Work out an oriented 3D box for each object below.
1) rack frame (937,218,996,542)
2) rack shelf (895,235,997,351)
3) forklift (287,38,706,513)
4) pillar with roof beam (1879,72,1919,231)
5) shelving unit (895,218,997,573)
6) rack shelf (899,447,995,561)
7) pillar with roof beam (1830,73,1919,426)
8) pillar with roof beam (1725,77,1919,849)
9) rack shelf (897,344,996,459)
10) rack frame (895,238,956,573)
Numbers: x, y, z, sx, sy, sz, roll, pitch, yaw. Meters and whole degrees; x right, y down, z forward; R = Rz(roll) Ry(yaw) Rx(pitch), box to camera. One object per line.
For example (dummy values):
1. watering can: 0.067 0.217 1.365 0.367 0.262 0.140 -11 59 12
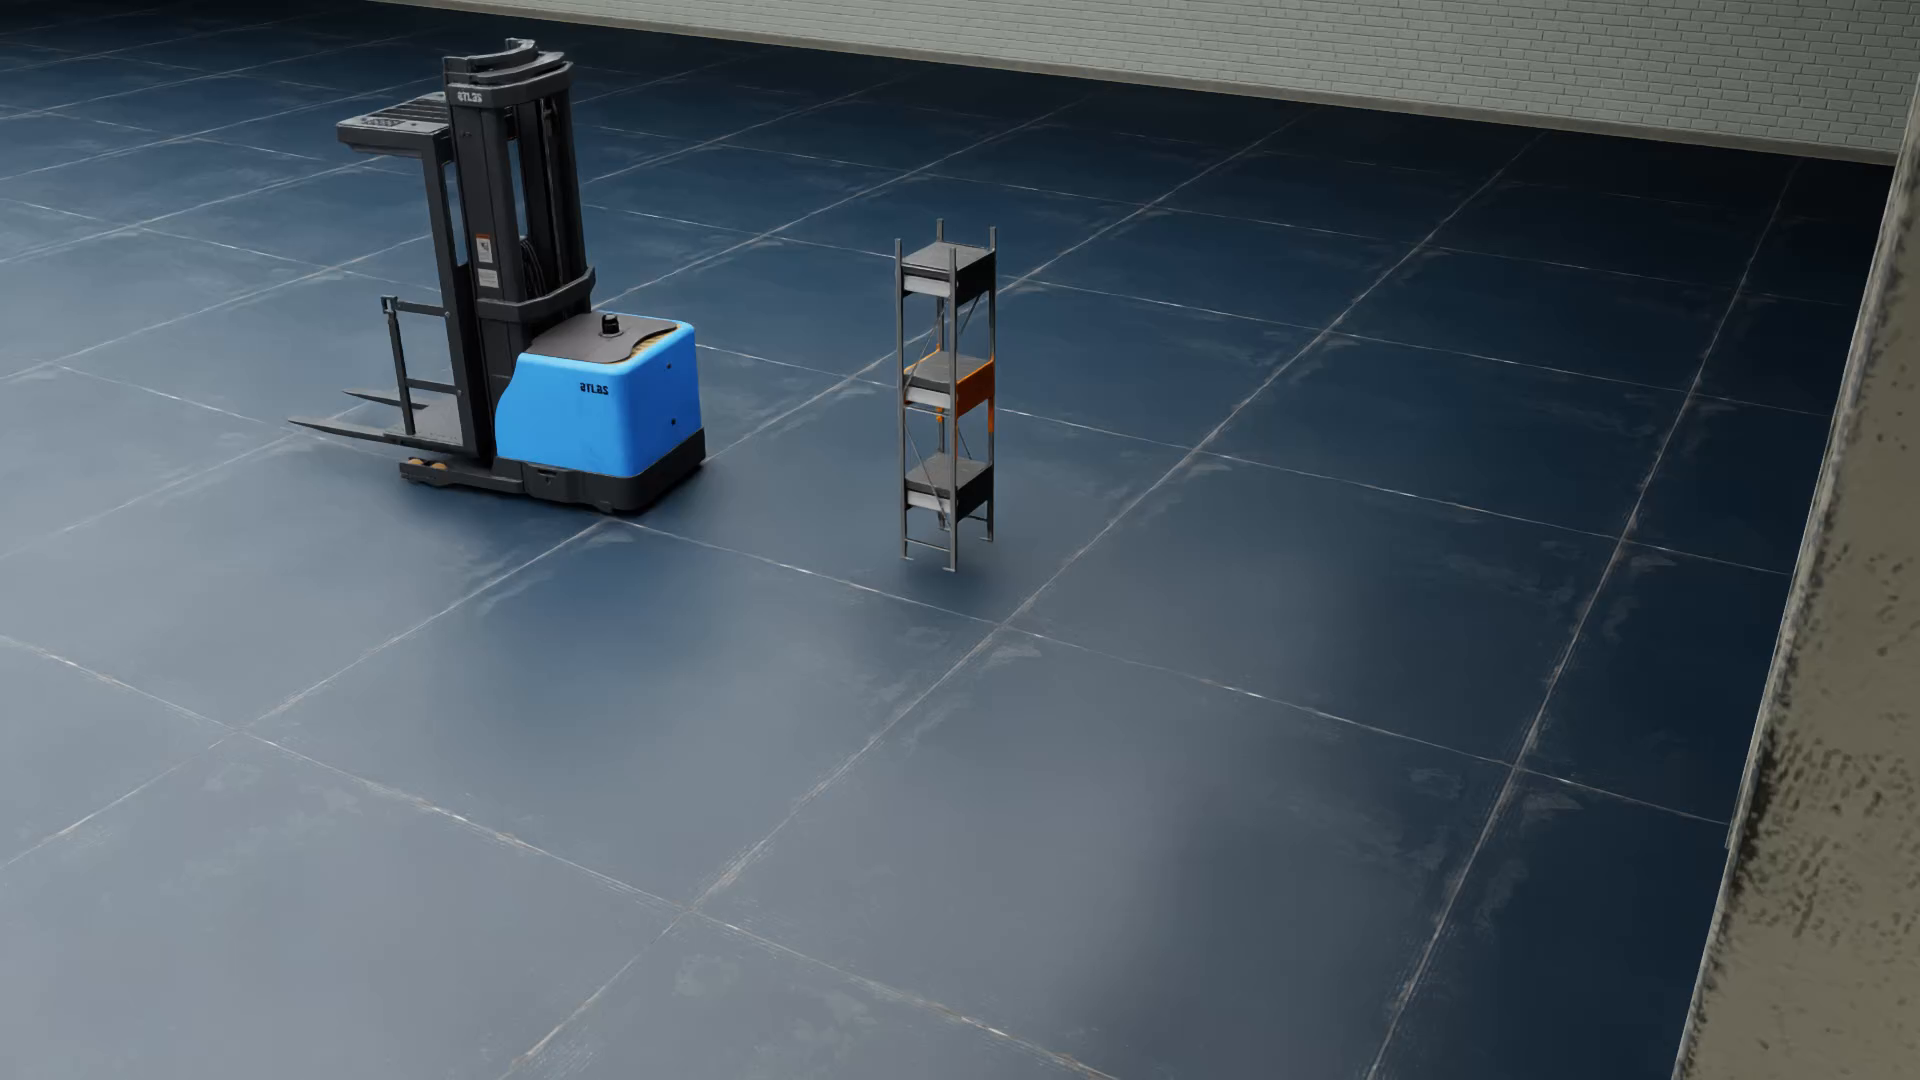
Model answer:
1. rack frame: 0.039 -0.970 10.481 0.400 2.100 0.015 14 30 26
2. rack shelf: -0.081 -1.488 9.984 0.431 0.518 0.480 14 30 26
3. forklift: -3.392 -1.890 11.392 3.031 2.935 1.130 10 28 19
4. pillar with roof beam: 6.042 -8.220 17.258 9.100 9.000 0.400 14 30 26
5. shelving unit: -0.081 -0.874 10.291 0.431 2.100 0.503 14 30 26
6. rack shelf: -0.081 -0.236 10.611 0.431 0.518 0.480 14 30 26
7. pillar with roof beam: 3.090 -5.882 12.587 9.100 9.000 0.400 14 30 26
8. pillar with roof beam: 0.138 -3.544 7.916 9.100 9.000 0.400 14 30 26
9. rack shelf: -0.081 -0.862 10.297 0.431 0.518 0.480 14 30 26
10. rack frame: -0.201 -0.779 10.101 0.400 2.100 0.015 14 30 26
